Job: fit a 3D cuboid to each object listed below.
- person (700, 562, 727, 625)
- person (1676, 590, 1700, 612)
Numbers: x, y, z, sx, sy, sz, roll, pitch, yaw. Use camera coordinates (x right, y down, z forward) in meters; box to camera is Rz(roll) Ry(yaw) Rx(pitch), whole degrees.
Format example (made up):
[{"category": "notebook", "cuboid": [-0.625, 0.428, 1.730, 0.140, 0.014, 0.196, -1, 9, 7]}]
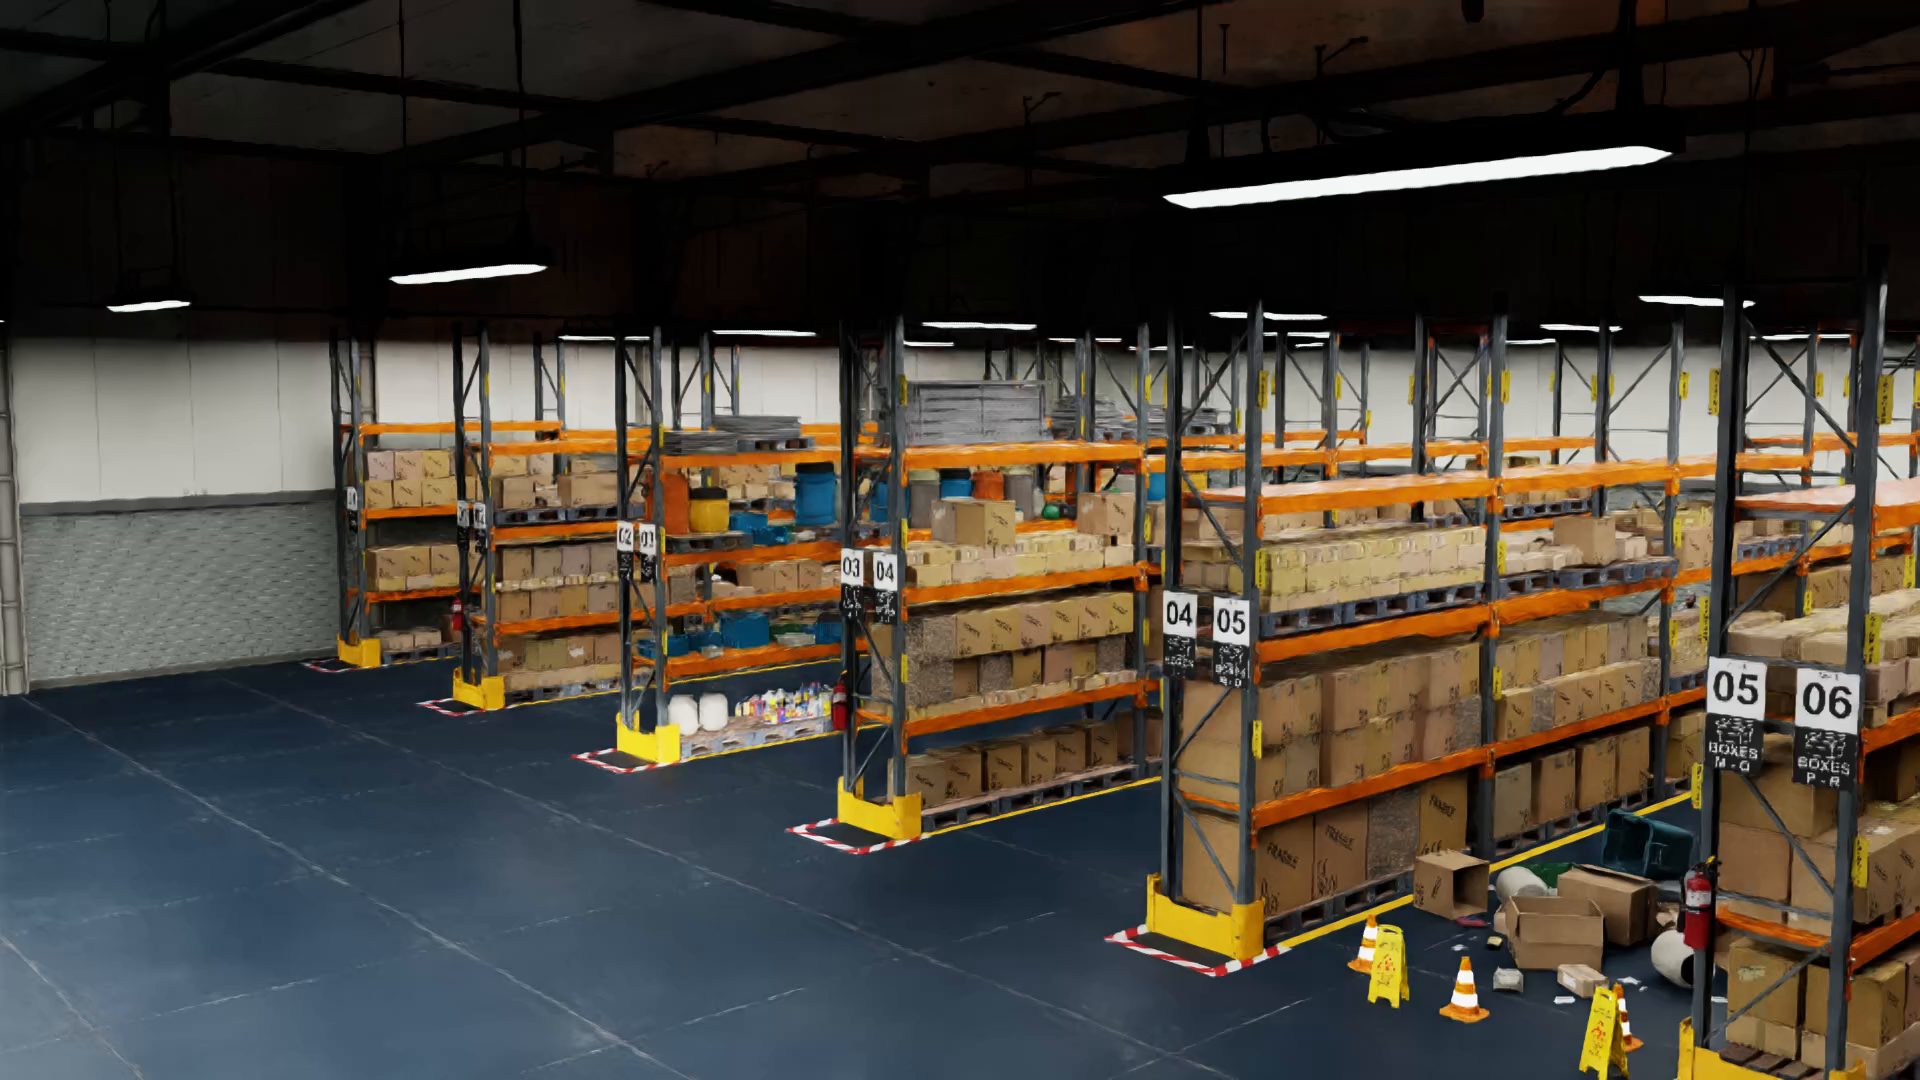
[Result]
[{"category": "person", "cuboid": [-4.646, 1.222, 31.116, 1.036, 1.724, 0.553, -4, 7, -33]}, {"category": "person", "cuboid": [12.233, 1.624, 27.825, 0.582, 1.611, 0.625, -5, 8, -44]}]
